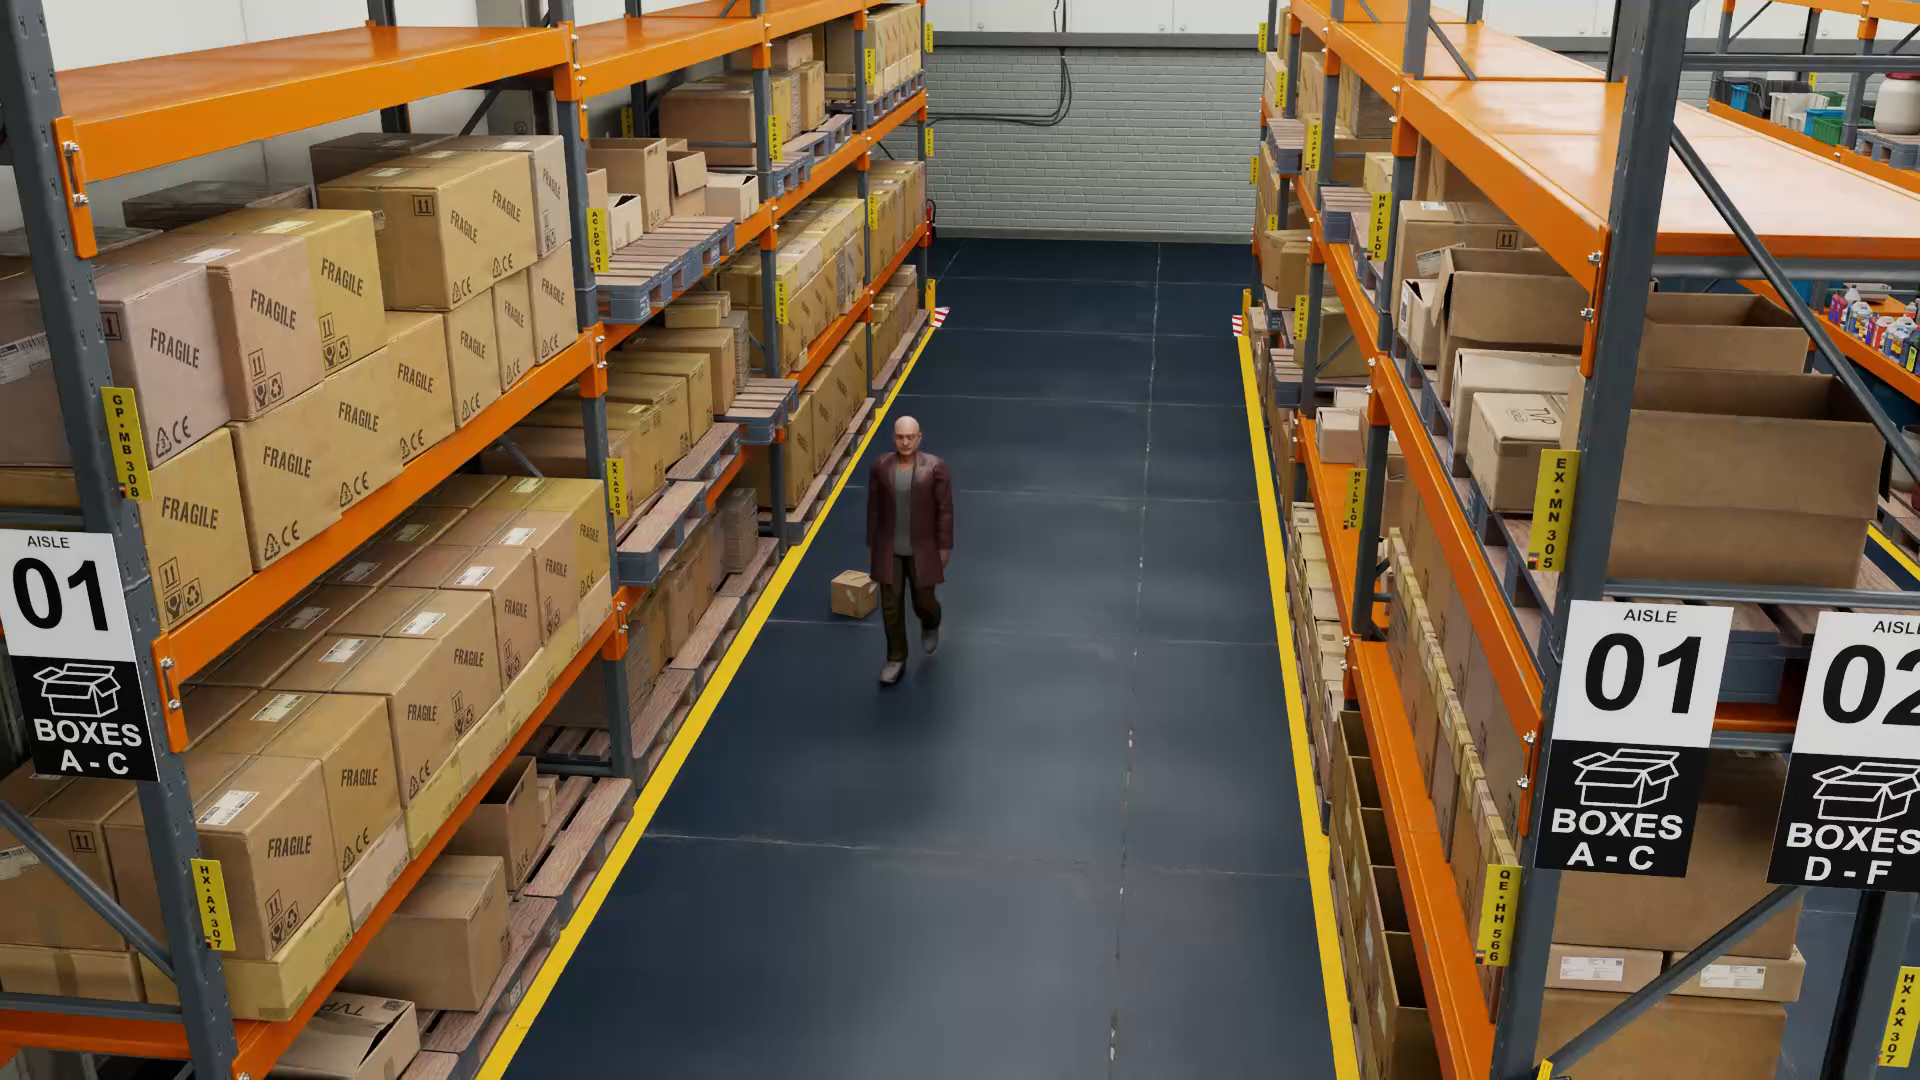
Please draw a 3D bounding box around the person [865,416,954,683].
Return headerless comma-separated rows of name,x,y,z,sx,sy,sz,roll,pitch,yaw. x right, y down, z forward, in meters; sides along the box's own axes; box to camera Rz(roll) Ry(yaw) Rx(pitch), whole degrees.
person,-0.325,0.029,10.963,0.586,1.764,0.677,4,21,10
